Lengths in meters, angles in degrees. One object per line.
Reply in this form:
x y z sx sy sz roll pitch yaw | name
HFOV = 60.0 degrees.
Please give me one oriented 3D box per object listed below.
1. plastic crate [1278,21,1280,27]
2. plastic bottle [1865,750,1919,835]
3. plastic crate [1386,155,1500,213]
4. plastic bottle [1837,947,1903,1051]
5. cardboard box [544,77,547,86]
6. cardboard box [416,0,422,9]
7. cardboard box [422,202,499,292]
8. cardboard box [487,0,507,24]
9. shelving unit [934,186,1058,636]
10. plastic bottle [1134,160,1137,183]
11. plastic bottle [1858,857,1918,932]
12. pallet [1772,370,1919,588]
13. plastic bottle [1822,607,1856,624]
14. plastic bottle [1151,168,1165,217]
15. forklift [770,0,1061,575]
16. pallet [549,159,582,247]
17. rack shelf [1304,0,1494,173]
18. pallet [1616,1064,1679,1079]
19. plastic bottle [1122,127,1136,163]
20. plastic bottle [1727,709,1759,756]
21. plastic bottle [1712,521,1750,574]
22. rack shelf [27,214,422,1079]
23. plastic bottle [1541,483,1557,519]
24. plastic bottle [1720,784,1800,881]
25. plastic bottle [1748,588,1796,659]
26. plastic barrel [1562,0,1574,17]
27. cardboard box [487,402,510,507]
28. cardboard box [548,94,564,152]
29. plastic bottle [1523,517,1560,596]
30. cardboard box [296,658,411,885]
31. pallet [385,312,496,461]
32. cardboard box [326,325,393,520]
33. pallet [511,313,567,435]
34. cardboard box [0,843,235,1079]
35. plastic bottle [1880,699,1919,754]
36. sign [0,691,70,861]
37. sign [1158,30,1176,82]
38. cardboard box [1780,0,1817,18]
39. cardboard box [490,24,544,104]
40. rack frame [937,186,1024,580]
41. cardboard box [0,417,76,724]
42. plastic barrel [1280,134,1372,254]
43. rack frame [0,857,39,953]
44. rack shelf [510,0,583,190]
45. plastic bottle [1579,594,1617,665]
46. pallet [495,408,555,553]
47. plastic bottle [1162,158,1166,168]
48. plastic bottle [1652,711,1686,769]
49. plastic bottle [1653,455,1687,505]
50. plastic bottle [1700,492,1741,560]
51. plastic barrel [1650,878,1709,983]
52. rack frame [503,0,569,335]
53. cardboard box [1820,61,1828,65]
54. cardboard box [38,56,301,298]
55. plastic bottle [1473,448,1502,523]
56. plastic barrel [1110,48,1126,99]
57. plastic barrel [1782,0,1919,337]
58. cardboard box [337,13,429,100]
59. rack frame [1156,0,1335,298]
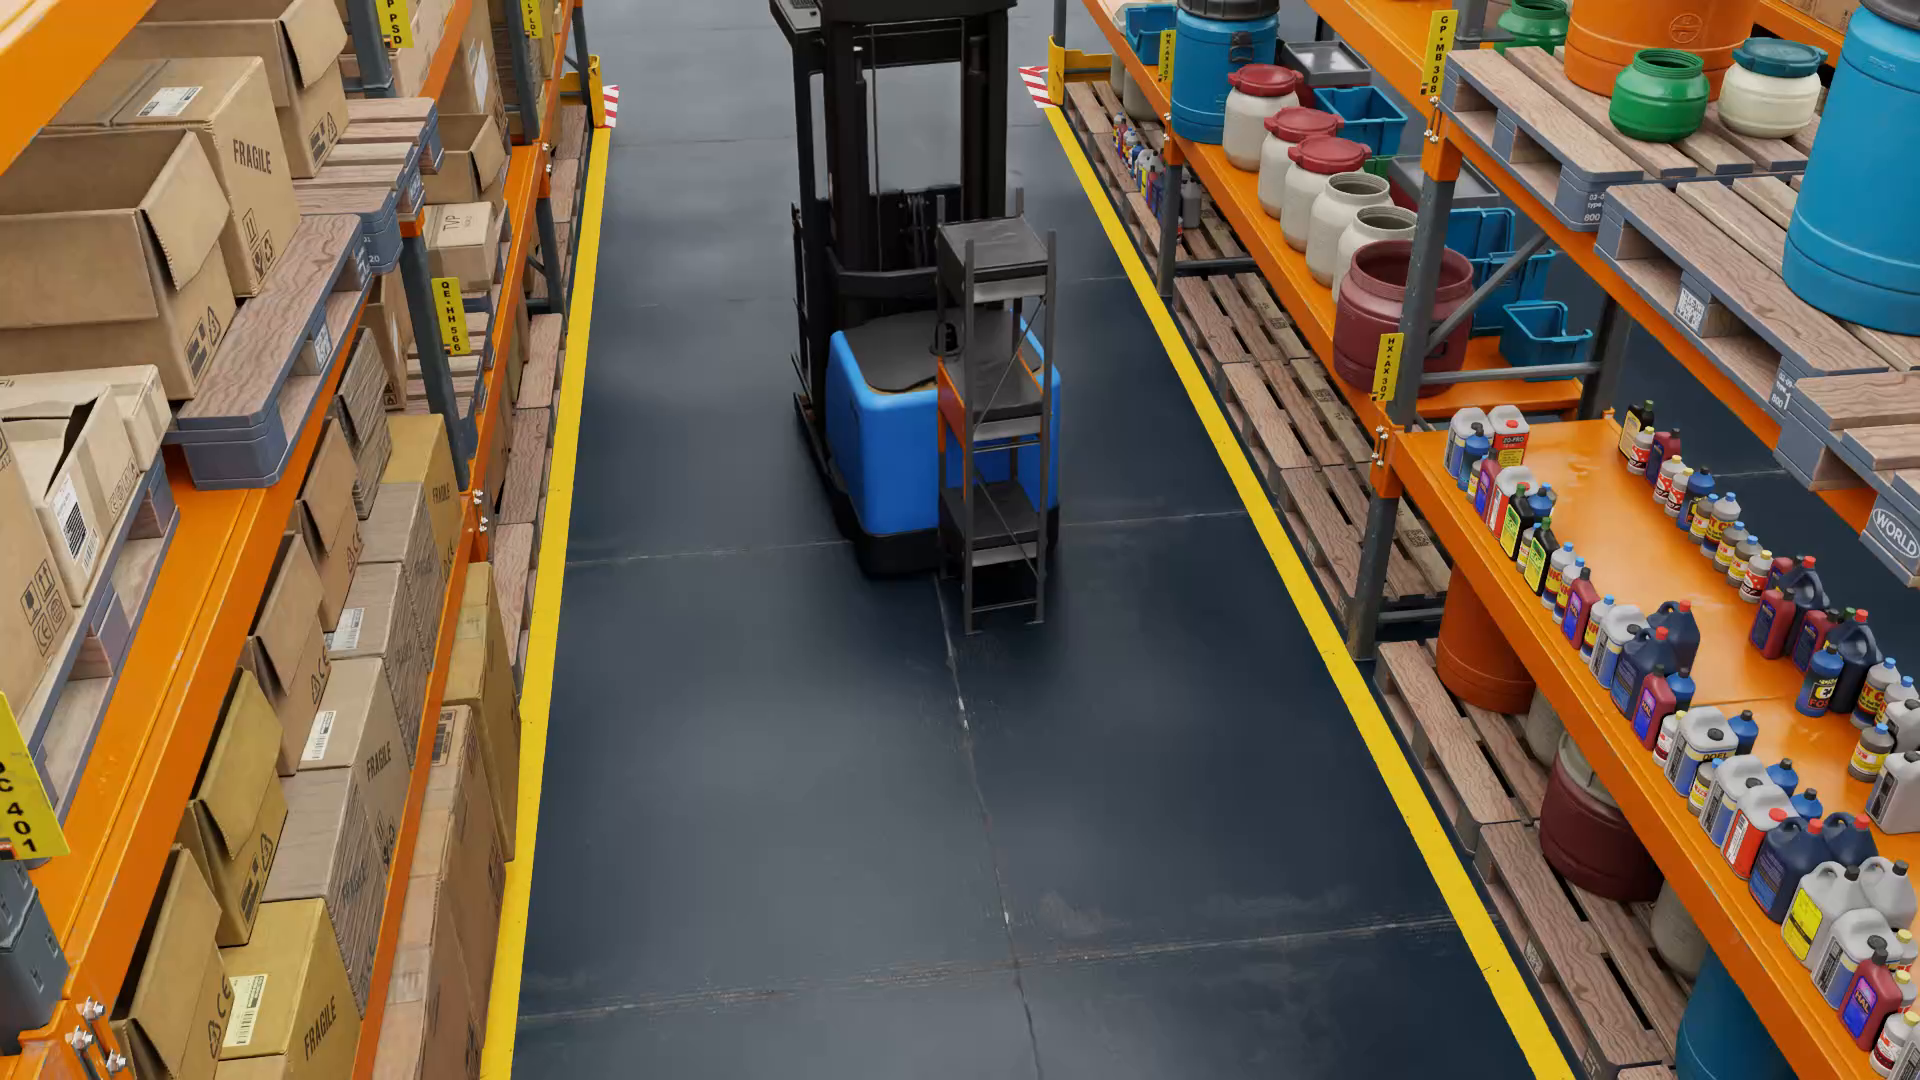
1.943 -3.643 11.749 0.450 0.188 0.662 -4 35 -6 | plastic crate
2.962 0.771 5.193 0.152 0.276 0.135 -4 35 -6 | plastic bottle
2.470 -1.671 8.610 0.402 0.464 0.583 -4 35 -6 | plastic crate
2.472 1.239 4.500 0.061 0.283 0.133 -4 35 -6 | plastic bottle
-2.918 -3.032 10.888 0.380 0.149 0.250 -4 35 -6 | cardboard box
-2.397 -2.397 6.536 0.500 0.500 0.500 -4 34 -6 | cardboard box
-2.522 -1.409 8.043 0.500 0.250 0.500 -5 35 -8 | cardboard box
-2.871 -3.425 9.999 0.500 0.500 0.500 -4 35 -6 | cardboard box
0.154 -0.560 7.836 0.431 2.100 0.503 -9 35 -12 | shelving unit
1.343 -2.757 12.355 0.097 0.201 0.097 0 34 0 | plastic bottle
2.617 1.034 4.742 0.144 0.351 0.185 -4 35 -6 | plastic bottle
2.719 -0.079 3.835 1.213 0.211 1.003 -4 35 -6 | pallet
3.057 0.337 5.824 0.061 0.283 0.133 -4 35 -6 | plastic bottle
1.448 -2.484 11.821 0.144 0.351 0.185 -6 35 -9 | plastic bottle
-0.360 -1.860 9.005 1.130 2.935 3.031 -9 35 -12 | forklift
-3.355 -2.479 12.329 1.003 0.211 1.213 -4 35 -6 | pallet
2.115 -2.778 8.267 1.077 0.370 4.000 -4 35 -6 | rack shelf
2.859 2.231 5.418 1.003 0.211 1.213 -4 35 -6 | pallet
1.289 -3.012 12.667 0.097 0.271 0.097 0 34 0 | plastic bottle
2.503 0.660 5.360 0.097 0.271 0.097 0 34 0 | plastic bottle
2.955 0.022 6.359 0.097 0.201 0.097 0 34 0 | plastic bottle
-2.255 -0.171 4.441 1.077 0.370 4.000 -4 35 -6 | rack shelf
2.305 -0.133 6.587 0.097 0.201 0.097 0 34 0 | plastic bottle
2.431 0.883 5.030 0.152 0.276 0.135 -4 35 -6 | plastic bottle
2.896 0.274 5.917 0.061 0.283 0.133 -4 35 -6 | plastic bottle
2.645 -2.202 6.683 0.421 0.512 0.421 0 34 0 | plastic barrel
-2.805 -0.490 8.763 0.700 0.500 0.500 -2 34 -2 | cardboard box
-3.419 -3.269 12.858 0.500 0.500 0.500 4 35 6 | cardboard box
2.188 0.060 6.231 0.061 0.283 0.133 -4 35 -6 | plastic bottle
-2.011 0.723 5.066 0.500 0.500 0.500 -4 34 -5 | cardboard box
-2.726 -0.655 7.347 1.213 0.211 1.003 -4 35 -6 | pallet
-2.442 -0.391 5.810 0.797 0.503 0.637 -3 34 -5 | cardboard box
-2.956 -0.990 10.144 1.003 0.211 1.213 -4 35 -6 | pallet
-2.080 1.076 3.657 0.797 0.503 0.637 -5 35 -8 | cardboard box
3.081 0.630 5.400 0.152 0.276 0.135 -4 35 -6 | plastic bottle
-1.437 0.359 2.496 0.100 0.325 0.005 -4 35 -6 | sign
1.299 -3.031 10.417 0.100 0.325 0.005 -4 35 -6 | sign
6.548 -4.188 12.271 0.700 0.500 0.500 -4 34 -6 | cardboard box
-3.062 -2.997 10.260 0.875 0.500 0.500 -4 35 -6 | cardboard box
0.091 -0.693 8.030 0.400 2.100 0.015 -9 35 -12 | rack frame
-2.074 0.110 2.928 0.700 0.500 0.500 -4 34 -5 | cardboard box
1.914 -1.807 8.746 0.433 0.535 0.433 0 34 0 | plastic barrel
-1.986 -0.592 1.756 1.000 3.000 0.127 -4 35 -6 | rack frame
-3.331 -3.396 11.836 1.077 0.370 4.000 -4 35 -6 | rack shelf
2.265 0.311 5.874 0.097 0.271 0.097 0 34 0 | plastic bottle
-2.789 -0.308 9.143 1.003 0.211 1.213 -4 35 -6 | pallet
1.502 -2.658 12.137 0.061 0.283 0.133 -4 35 -6 | plastic bottle
2.339 0.647 5.443 0.097 0.201 0.097 0 34 0 | plastic bottle
2.889 -0.250 6.758 0.097 0.201 0.097 0 34 0 | plastic bottle
2.942 -0.061 6.419 0.097 0.271 0.097 0 34 0 | plastic bottle
2.783 1.345 6.078 0.421 0.512 0.421 0 34 0 | plastic barrel
-3.062 -2.577 9.996 1.000 3.000 0.127 -4 35 -6 | rack frame
6.349 -3.473 12.714 0.500 0.500 0.500 -4 35 -6 | cardboard box
-2.168 -0.989 4.541 0.500 0.500 0.500 -3 34 -4 | cardboard box
2.120 -0.219 6.640 0.061 0.283 0.133 -4 35 -6 | plastic bottle
1.472 -3.968 13.874 0.421 0.512 0.421 0 34 0 | plastic barrel
2.540 -1.049 4.272 0.600 0.901 0.708 -4 35 -6 | plastic barrel
-2.335 -1.804 6.331 0.500 0.250 0.500 -4 34 -6 | cardboard box
1.846 -2.952 10.547 1.000 3.000 0.127 -4 35 -6 | rack frame
